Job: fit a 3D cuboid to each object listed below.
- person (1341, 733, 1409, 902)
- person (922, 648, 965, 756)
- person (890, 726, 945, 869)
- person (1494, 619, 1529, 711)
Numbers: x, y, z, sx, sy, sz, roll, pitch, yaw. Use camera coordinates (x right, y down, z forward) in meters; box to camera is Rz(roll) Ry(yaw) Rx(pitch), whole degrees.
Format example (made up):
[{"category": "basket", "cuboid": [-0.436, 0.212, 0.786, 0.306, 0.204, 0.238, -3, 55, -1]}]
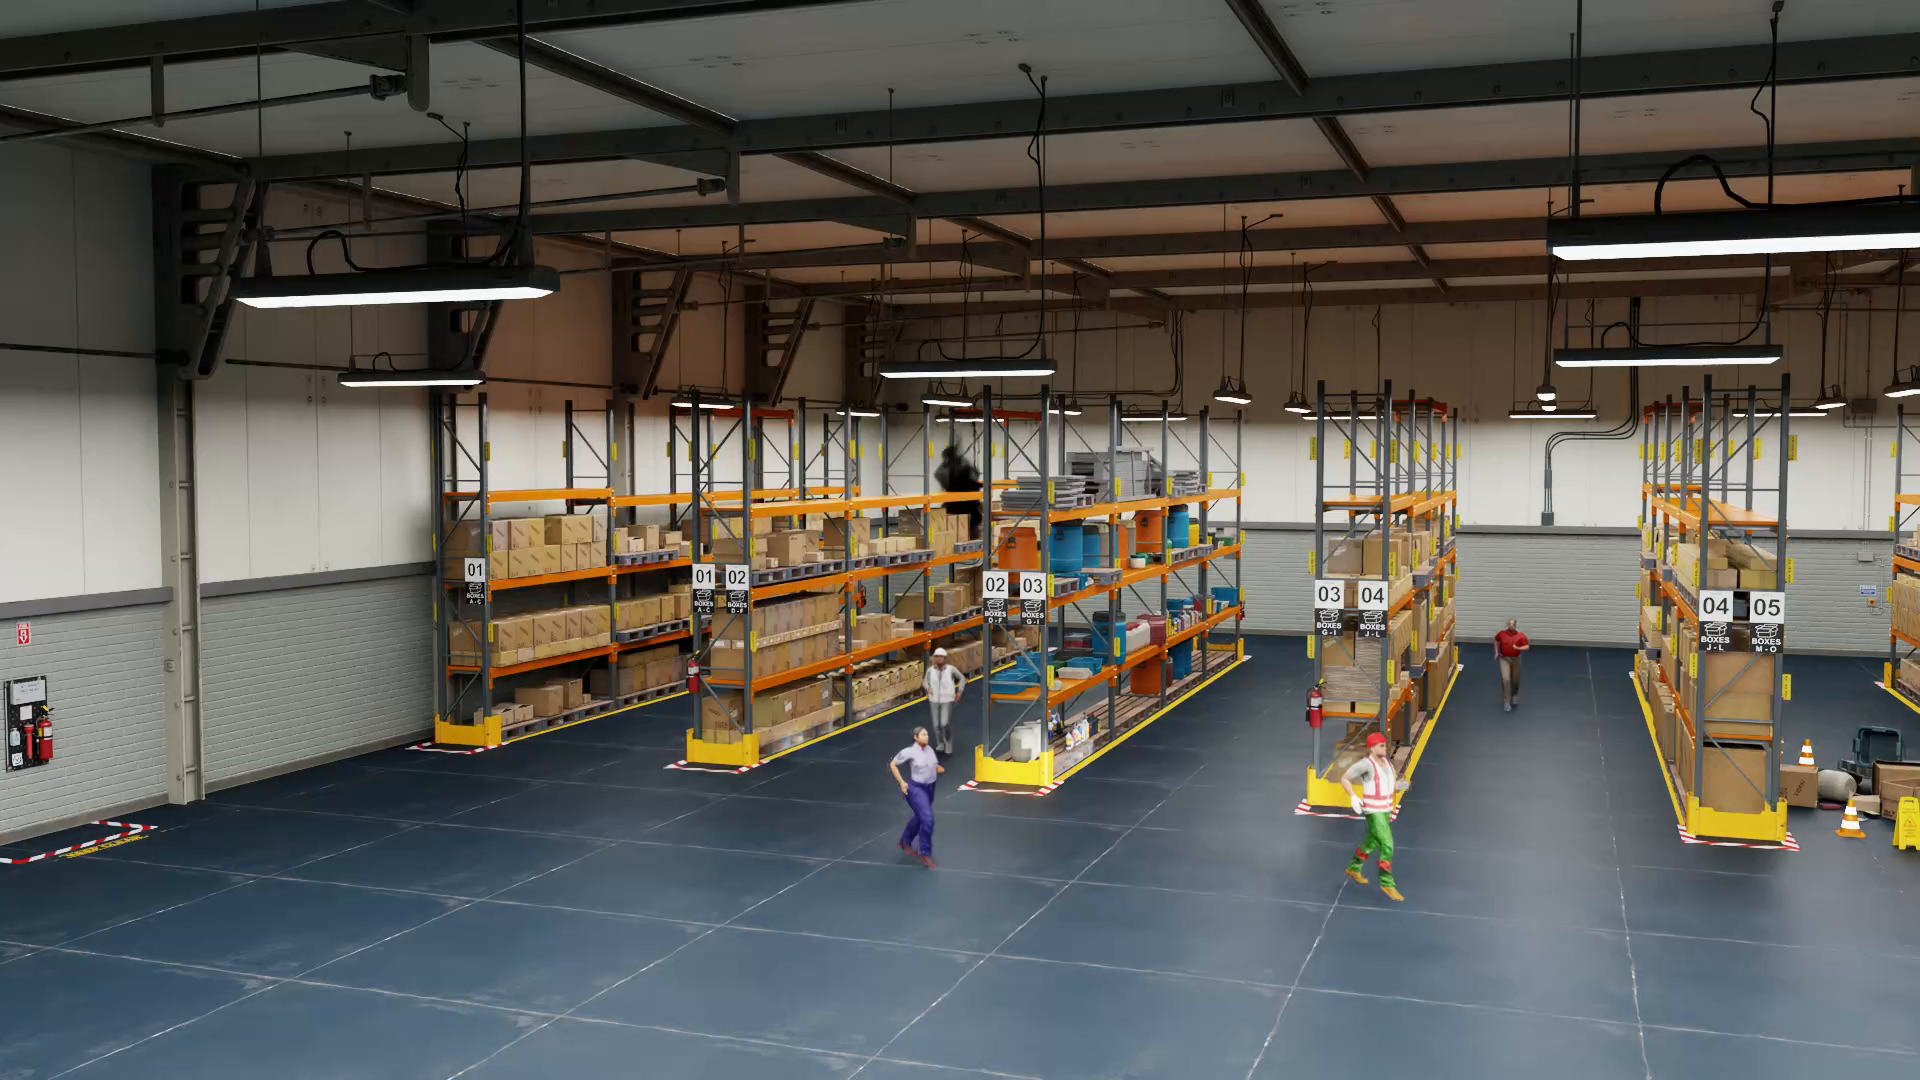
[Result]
[{"category": "person", "cuboid": [4.693, 3.091, 18.792, 0.653, 1.833, 0.840, -3, 4, -45]}, {"category": "person", "cuboid": [-0.295, 2.675, 27.409, 0.678, 1.796, 0.693, 1, 3, 14]}, {"category": "person", "cuboid": [-0.496, 3.115, 20.201, 0.764, 1.694, 0.579, 2, 4, 35]}, {"category": "person", "cuboid": [10.729, 2.393, 32.362, 0.653, 1.742, 0.968, 1, 3, 18]}]
